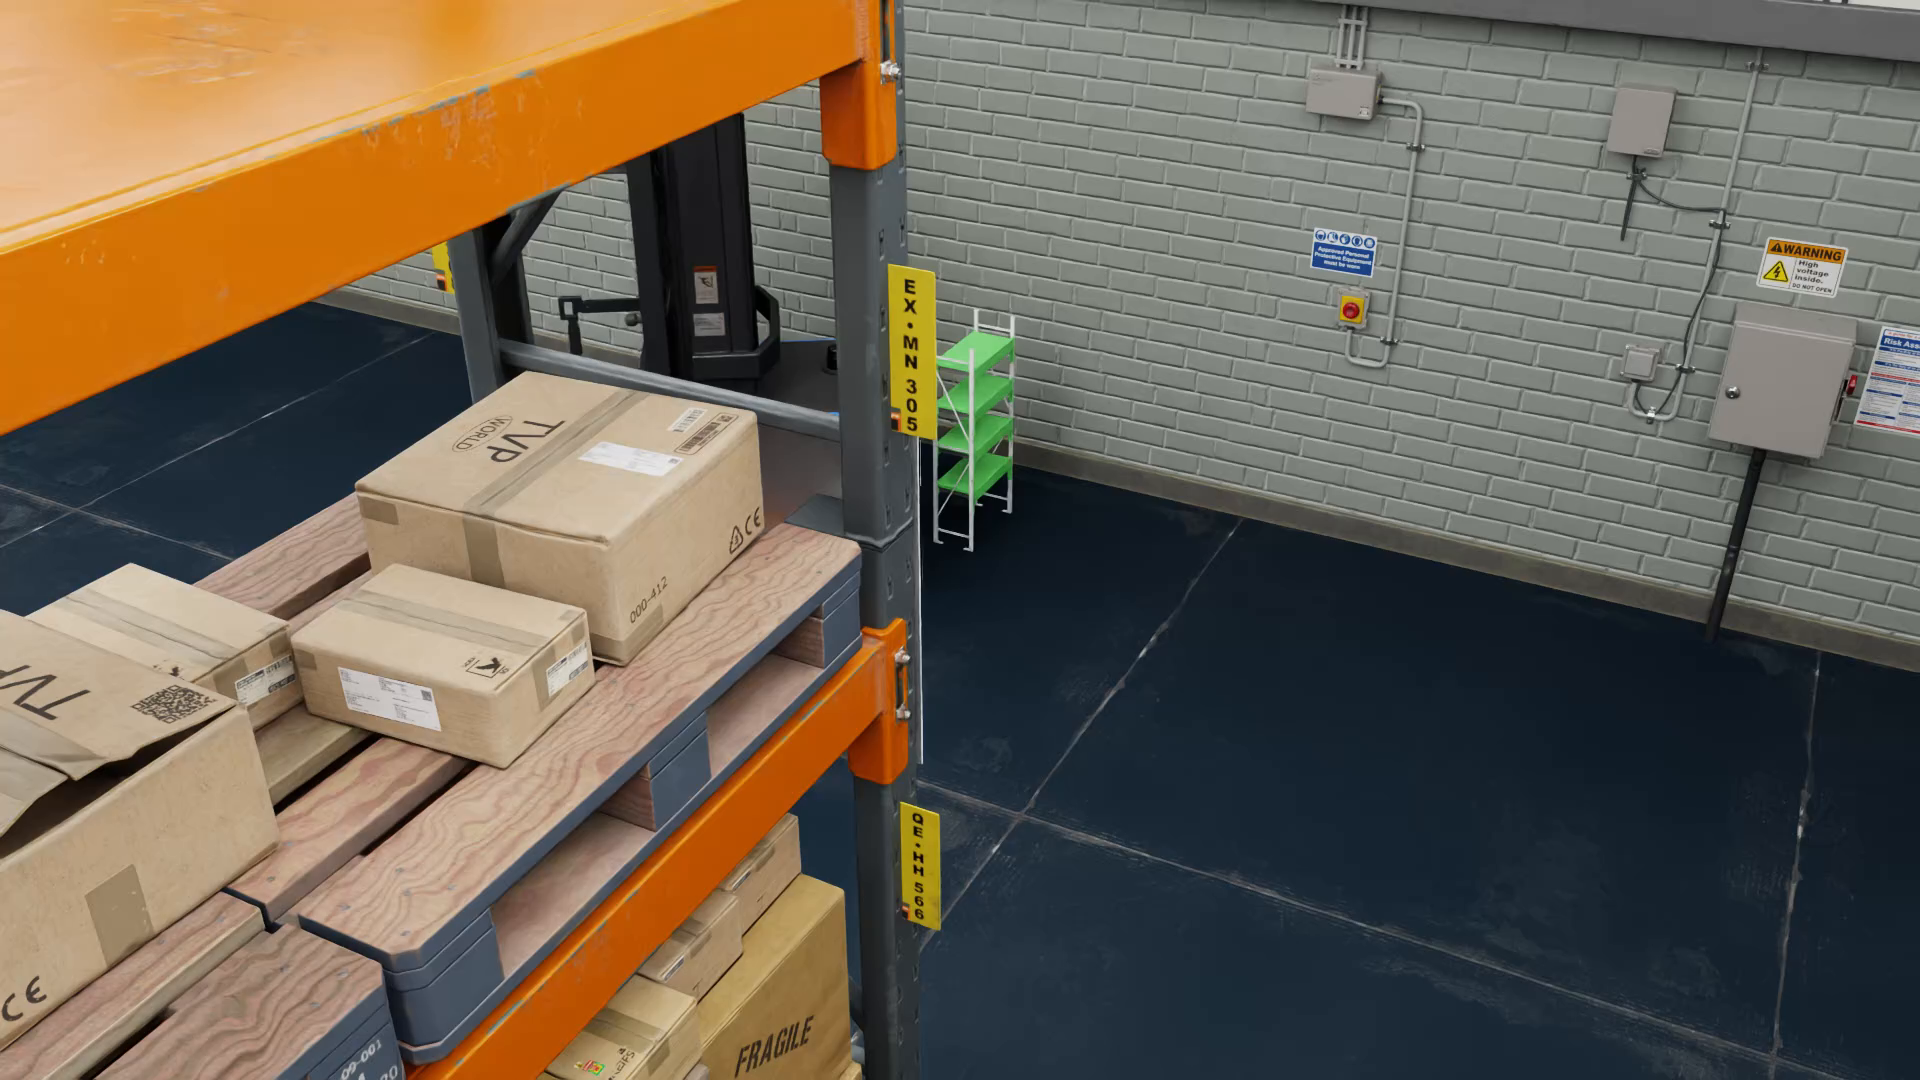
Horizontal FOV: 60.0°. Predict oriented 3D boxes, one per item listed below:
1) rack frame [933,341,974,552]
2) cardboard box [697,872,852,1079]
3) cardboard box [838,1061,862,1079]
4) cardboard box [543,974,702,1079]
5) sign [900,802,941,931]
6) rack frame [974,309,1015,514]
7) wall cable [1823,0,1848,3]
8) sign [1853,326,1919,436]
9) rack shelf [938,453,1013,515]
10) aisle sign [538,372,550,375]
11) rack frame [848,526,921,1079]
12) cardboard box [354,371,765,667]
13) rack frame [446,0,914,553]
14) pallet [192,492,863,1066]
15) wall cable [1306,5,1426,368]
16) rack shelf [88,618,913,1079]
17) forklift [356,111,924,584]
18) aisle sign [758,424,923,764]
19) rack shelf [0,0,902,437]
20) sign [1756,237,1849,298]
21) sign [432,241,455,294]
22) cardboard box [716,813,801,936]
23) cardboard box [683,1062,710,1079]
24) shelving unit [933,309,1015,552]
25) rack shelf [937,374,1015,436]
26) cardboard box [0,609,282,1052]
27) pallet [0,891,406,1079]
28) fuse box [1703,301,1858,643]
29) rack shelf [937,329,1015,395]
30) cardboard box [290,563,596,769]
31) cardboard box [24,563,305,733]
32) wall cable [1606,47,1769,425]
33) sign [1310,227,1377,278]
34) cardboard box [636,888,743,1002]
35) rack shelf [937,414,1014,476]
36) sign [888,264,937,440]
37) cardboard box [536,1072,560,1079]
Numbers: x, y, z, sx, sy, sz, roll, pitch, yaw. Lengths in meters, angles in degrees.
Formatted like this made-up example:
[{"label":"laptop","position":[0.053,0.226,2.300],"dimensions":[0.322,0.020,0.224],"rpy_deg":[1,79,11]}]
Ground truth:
[{"label":"rack frame","position":[-0.036,-0.486,8.891],"dimensions":[0.240,1.200,0.015],"rpy_deg":[14,33,23]},{"label":"cardboard box","position":[-0.573,0.975,3.435],"dimensions":[0.500,0.500,0.500],"rpy_deg":[15,33,25]},{"label":"cardboard box","position":[-0.549,1.415,3.673],"dimensions":[0.500,0.500,0.500],"rpy_deg":[14,33,24]},{"label":"cardboard box","position":[-0.687,0.882,2.946],"dimensions":[0.380,0.149,0.250],"rpy_deg":[14,33,23]},{"label":"sign","position":[-0.088,0.709,3.603],"dimensions":[0.100,0.325,0.005],"rpy_deg":[14,33,23]},{"label":"rack frame","position":[0.187,-0.702,9.267],"dimensions":[0.240,1.200,0.015],"rpy_deg":[14,33,23]},{"label":"wall cable","position":[4.907,-3.198,5.746],"dimensions":[2.988,3.039,0.133],"rpy_deg":[14,33,23]},{"label":"sign","position":[4.321,-0.718,7.583],"dimensions":[0.329,0.494,0.001],"rpy_deg":[14,33,23]},{"label":"rack shelf","position":[0.075,-0.330,9.230],"dimensions":[0.258,0.148,0.480],"rpy_deg":[14,33,23]},{"label":"aisle sign","position":[-0.790,-0.041,3.698],"dimensions":[0.394,0.787,0.004],"rpy_deg":[14,33,23]},{"label":"rack frame","position":[-0.565,1.184,4.175],"dimensions":[1.000,3.000,0.127],"rpy_deg":[14,33,23]},{"label":"cardboard box","position":[-0.690,-0.057,2.953],"dimensions":[0.500,0.250,0.500],"rpy_deg":[11,32,19]},{"label":"rack frame","position":[-0.565,-1.417,2.681],"dimensions":[1.000,3.000,0.127],"rpy_deg":[14,33,23]},{"label":"pallet","position":[-0.894,0.253,2.874],"dimensions":[1.003,0.211,1.213],"rpy_deg":[14,33,23]},{"label":"wall cable","position":[1.983,-1.775,8.277],"dimensions":[0.585,1.953,0.123],"rpy_deg":[14,33,23]},{"label":"rack shelf","position":[-1.476,1.082,2.063],"dimensions":[1.077,0.370,4.000],"rpy_deg":[14,33,23]},{"label":"forklift","position":[-1.740,-1.140,8.293],"dimensions":[3.031,2.935,1.130],"rpy_deg":[-3,30,-5]},{"label":"aisle sign","position":[-0.256,0.096,3.461],"dimensions":[0.394,0.787,0.004],"rpy_deg":[14,33,23]},{"label":"rack shelf","position":[-1.476,-0.045,1.416],"dimensions":[1.077,0.370,4.000],"rpy_deg":[14,33,23]},{"label":"sign","position":[3.832,-1.242,7.571],"dimensions":[0.339,0.242,0.001],"rpy_deg":[14,33,23]},{"label":"sign","position":[-1.056,-0.658,3.415],"dimensions":[0.100,0.325,0.005],"rpy_deg":[14,33,23]},{"label":"cardboard box","position":[-0.550,0.631,3.384],"dimensions":[0.380,0.149,0.250],"rpy_deg":[15,33,24]},{"label":"cardboard box","position":[-0.785,1.214,3.020],"dimensions":[0.500,0.500,0.500],"rpy_deg":[14,33,23]},{"label":"shelving unit","position":[0.075,-0.594,9.079],"dimensions":[0.258,1.200,0.503],"rpy_deg":[14,33,23]},{"label":"rack shelf","position":[0.075,-0.746,8.991],"dimensions":[0.258,0.148,0.480],"rpy_deg":[14,33,23]},{"label":"cardboard box","position":[-1.291,0.349,2.185],"dimensions":[0.500,0.311,0.500],"rpy_deg":[15,33,24]},{"label":"pallet","position":[-1.448,0.796,1.928],"dimensions":[1.003,0.211,1.213],"rpy_deg":[14,33,23]},{"label":"fuse box","position":[3.787,-0.221,7.916],"dimensions":[0.539,1.711,0.414],"rpy_deg":[14,33,23]},{"label":"rack shelf","position":[0.075,-0.955,8.872],"dimensions":[0.258,0.148,0.480],"rpy_deg":[14,33,23]},{"label":"cardboard box","position":[-0.810,0.191,2.623],"dimensions":[0.380,0.149,0.250],"rpy_deg":[12,32,19]},{"label":"cardboard box","position":[-1.265,0.197,2.612],"dimensions":[0.380,0.149,0.250],"rpy_deg":[16,33,25]},{"label":"wall cable","position":[3.251,-1.445,7.733],"dimensions":[0.588,1.984,0.122],"rpy_deg":[14,33,23]},{"label":"sign","position":[1.968,-1.476,8.536],"dimensions":[0.327,0.218,0.001],"rpy_deg":[14,33,23]},{"label":"cardboard box","position":[-0.644,0.749,3.178],"dimensions":[0.380,0.149,0.250],"rpy_deg":[15,33,24]},{"label":"rack shelf","position":[0.075,-0.538,9.111],"dimensions":[0.258,0.148,0.480],"rpy_deg":[14,33,23]},{"label":"sign","position":[-0.088,-0.337,3.002],"dimensions":[0.100,0.325,0.005],"rpy_deg":[14,33,23]},{"label":"cardboard box","position":[-0.838,0.985,2.768],"dimensions":[0.380,0.149,0.250],"rpy_deg":[15,33,24]}]
